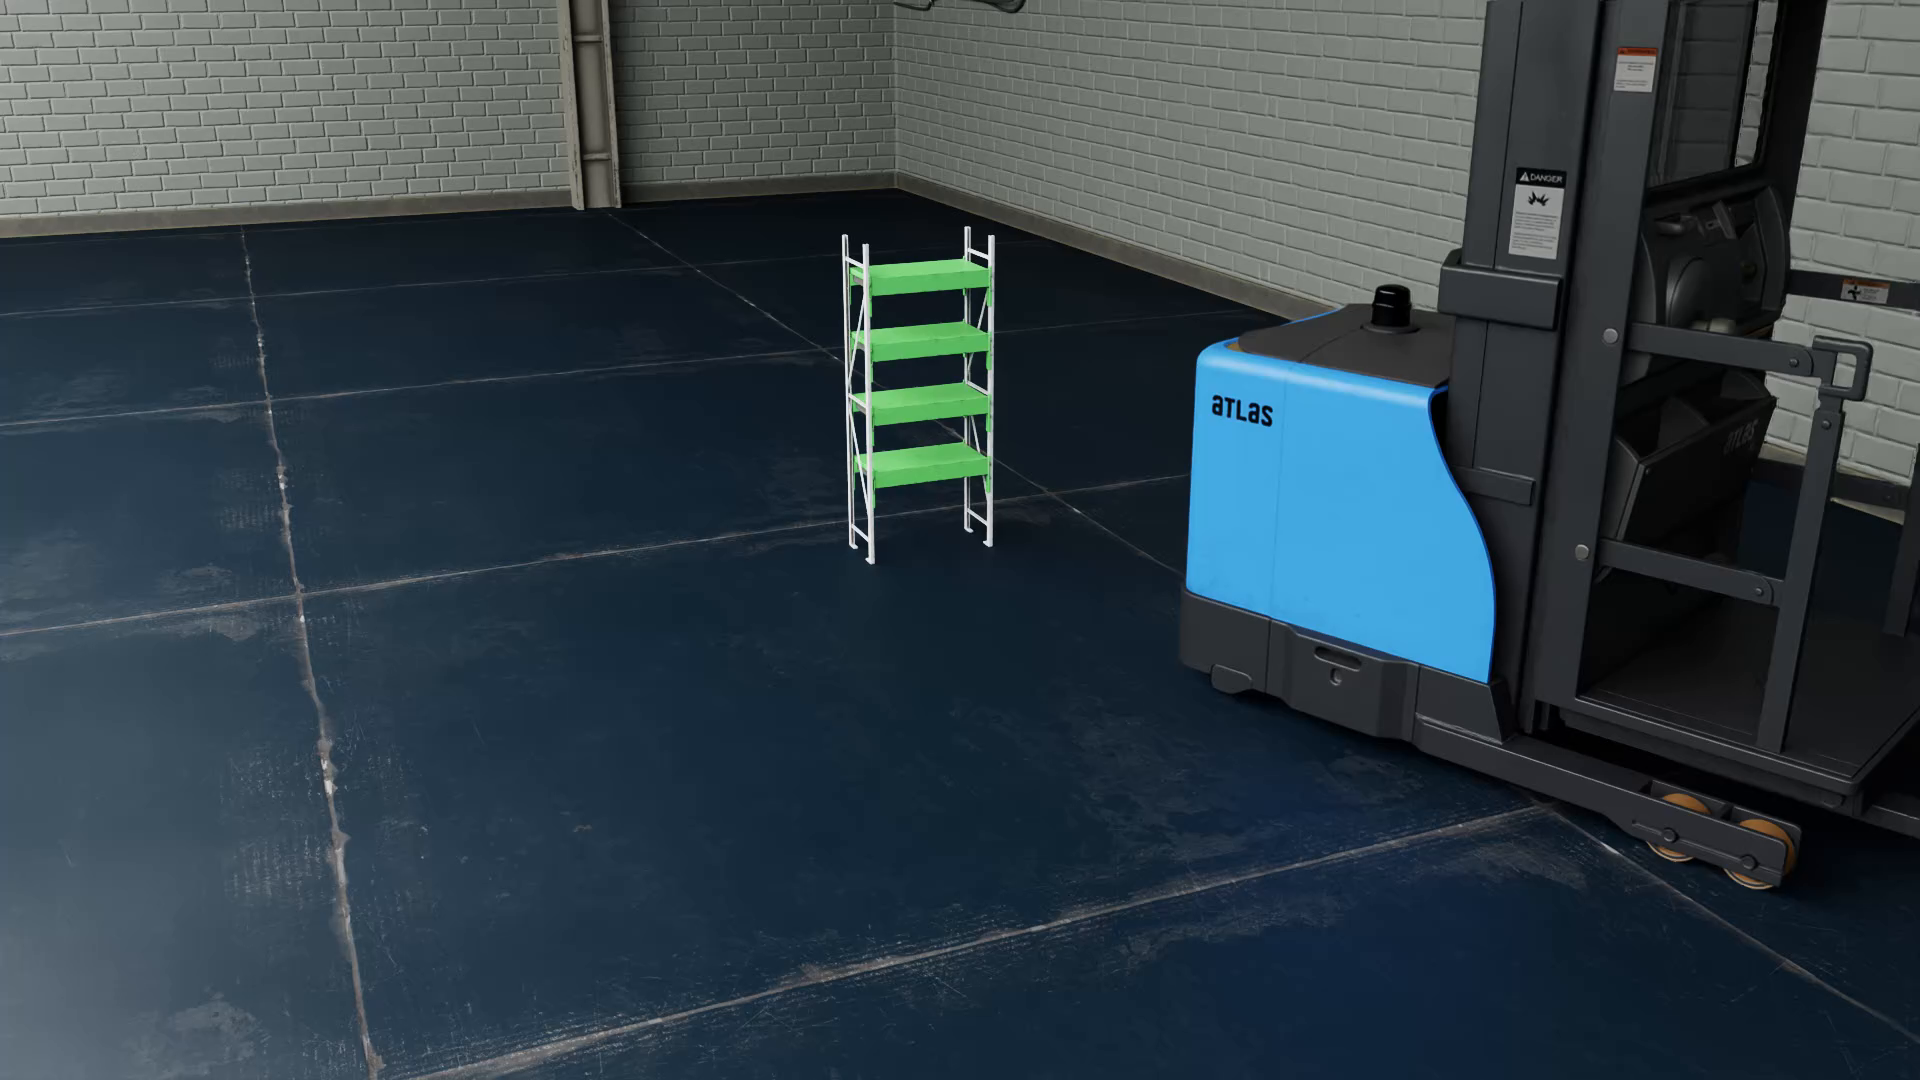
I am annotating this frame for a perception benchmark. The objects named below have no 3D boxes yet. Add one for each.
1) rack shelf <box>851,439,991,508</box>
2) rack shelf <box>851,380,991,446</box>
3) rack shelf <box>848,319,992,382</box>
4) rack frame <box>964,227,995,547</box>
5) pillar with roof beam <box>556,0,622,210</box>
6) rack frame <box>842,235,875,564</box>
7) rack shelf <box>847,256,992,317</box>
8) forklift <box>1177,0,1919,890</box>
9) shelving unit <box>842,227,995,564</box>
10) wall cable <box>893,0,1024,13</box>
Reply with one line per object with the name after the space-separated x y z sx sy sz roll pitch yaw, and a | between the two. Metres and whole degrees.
-0.152 -0.258 6.362 0.480 0.148 0.258 -8 21 -22 | rack shelf
-0.152 -0.484 6.282 0.480 0.148 0.258 -8 21 -22 | rack shelf
-0.152 -0.710 6.202 0.480 0.148 0.258 -8 21 -22 | rack shelf
0.072 -0.576 6.352 0.015 1.200 0.240 -8 21 -22 | rack frame
-1.604 -5.970 9.929 0.400 9.000 9.100 -8 21 -22 | pillar with roof beam
-0.376 -0.512 6.170 0.015 1.200 0.240 -8 21 -22 | rack frame
-0.152 -0.937 6.123 0.480 0.148 0.258 -8 21 -22 | rack shelf
2.102 -0.720 4.154 3.031 2.935 1.130 17 26 40 | forklift
-0.152 -0.544 6.261 0.503 1.200 0.258 -8 21 -22 | shelving unit
-0.080 -5.803 14.129 0.112 2.526 3.097 -8 21 -22 | wall cable
